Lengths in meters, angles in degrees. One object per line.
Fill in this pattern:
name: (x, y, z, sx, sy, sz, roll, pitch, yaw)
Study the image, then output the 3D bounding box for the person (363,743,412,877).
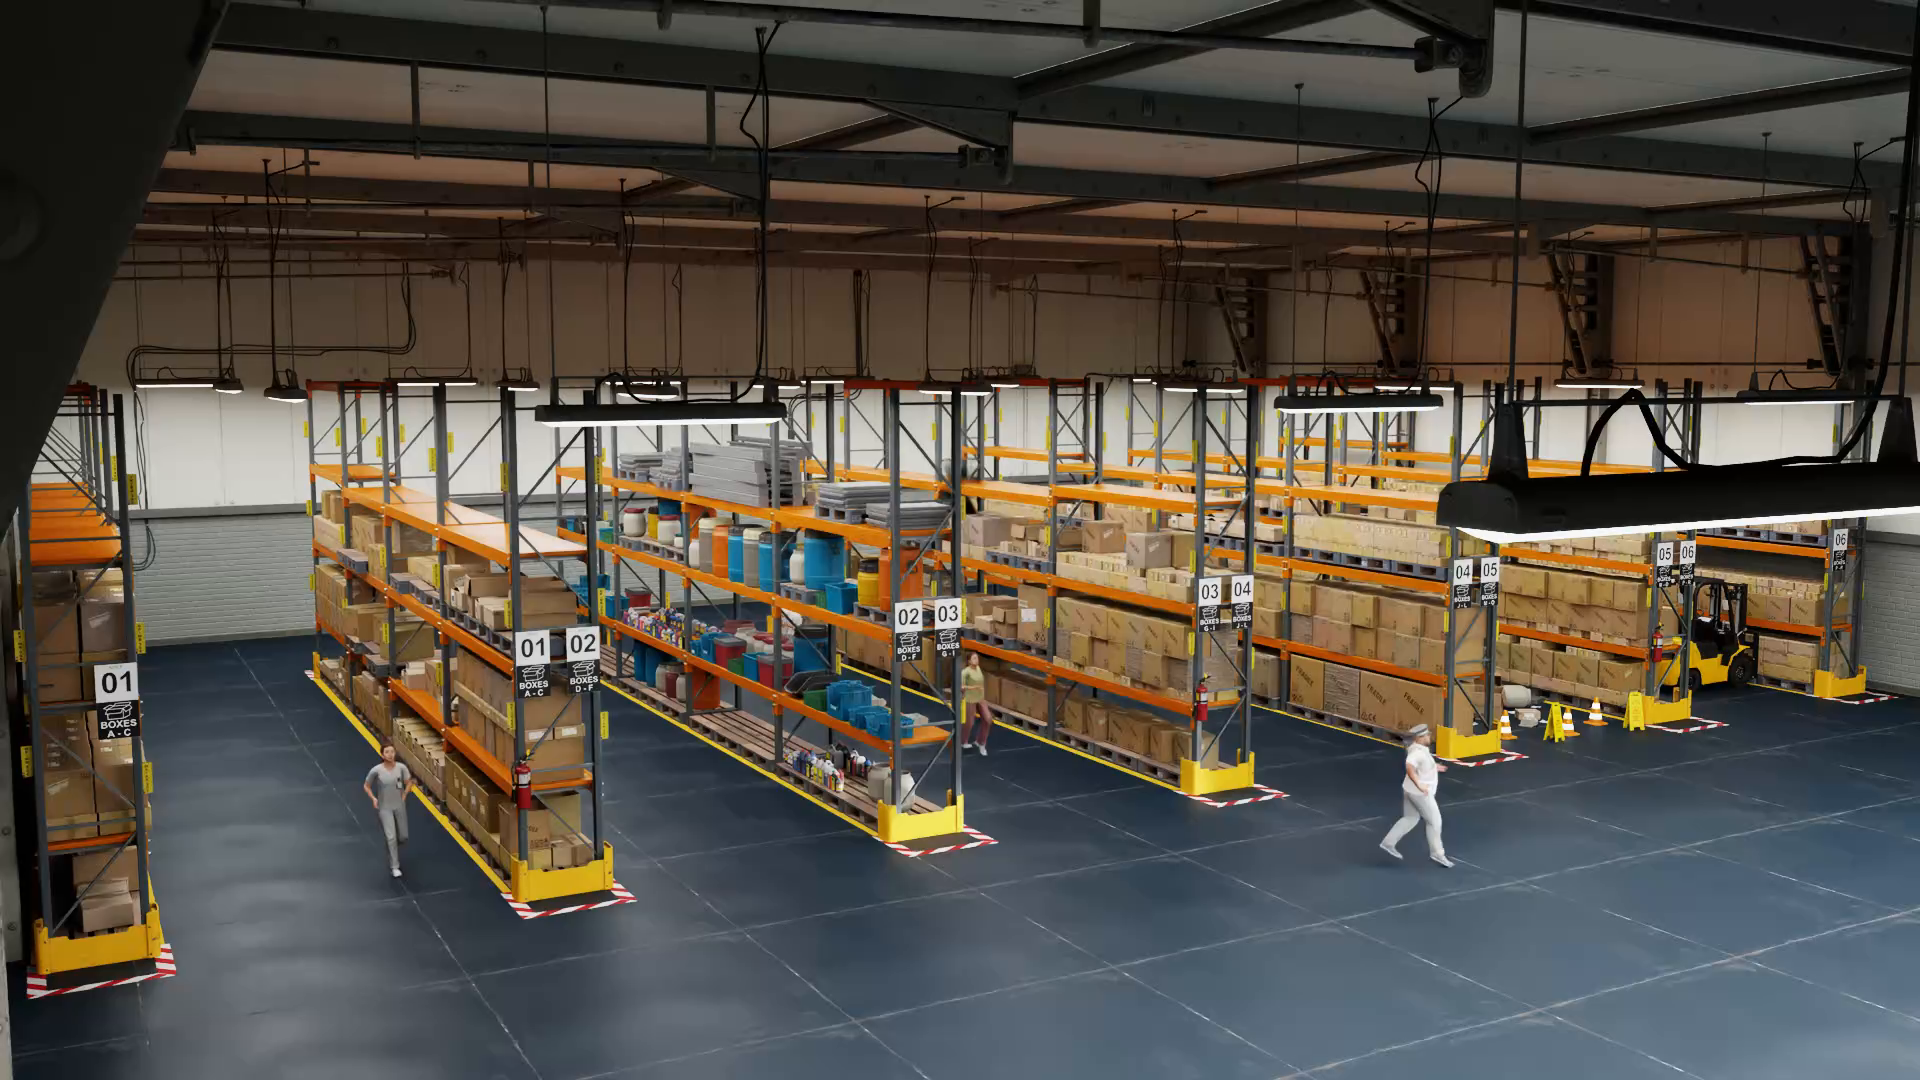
person: (-7.099, 3.322, 20.684, 0.571, 1.628, 0.753, -4, 7, -31)

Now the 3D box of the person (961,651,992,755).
person: (0.212, 2.654, 26.963, 0.556, 1.680, 0.709, -5, 8, -37)

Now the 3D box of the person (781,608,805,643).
person: (-3.219, 1.852, 32.121, 0.585, 1.690, 0.583, -5, 8, -39)

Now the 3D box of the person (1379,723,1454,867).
person: (5.781, 3.215, 21.010, 0.911, 1.828, 0.653, 0, 6, -3)
